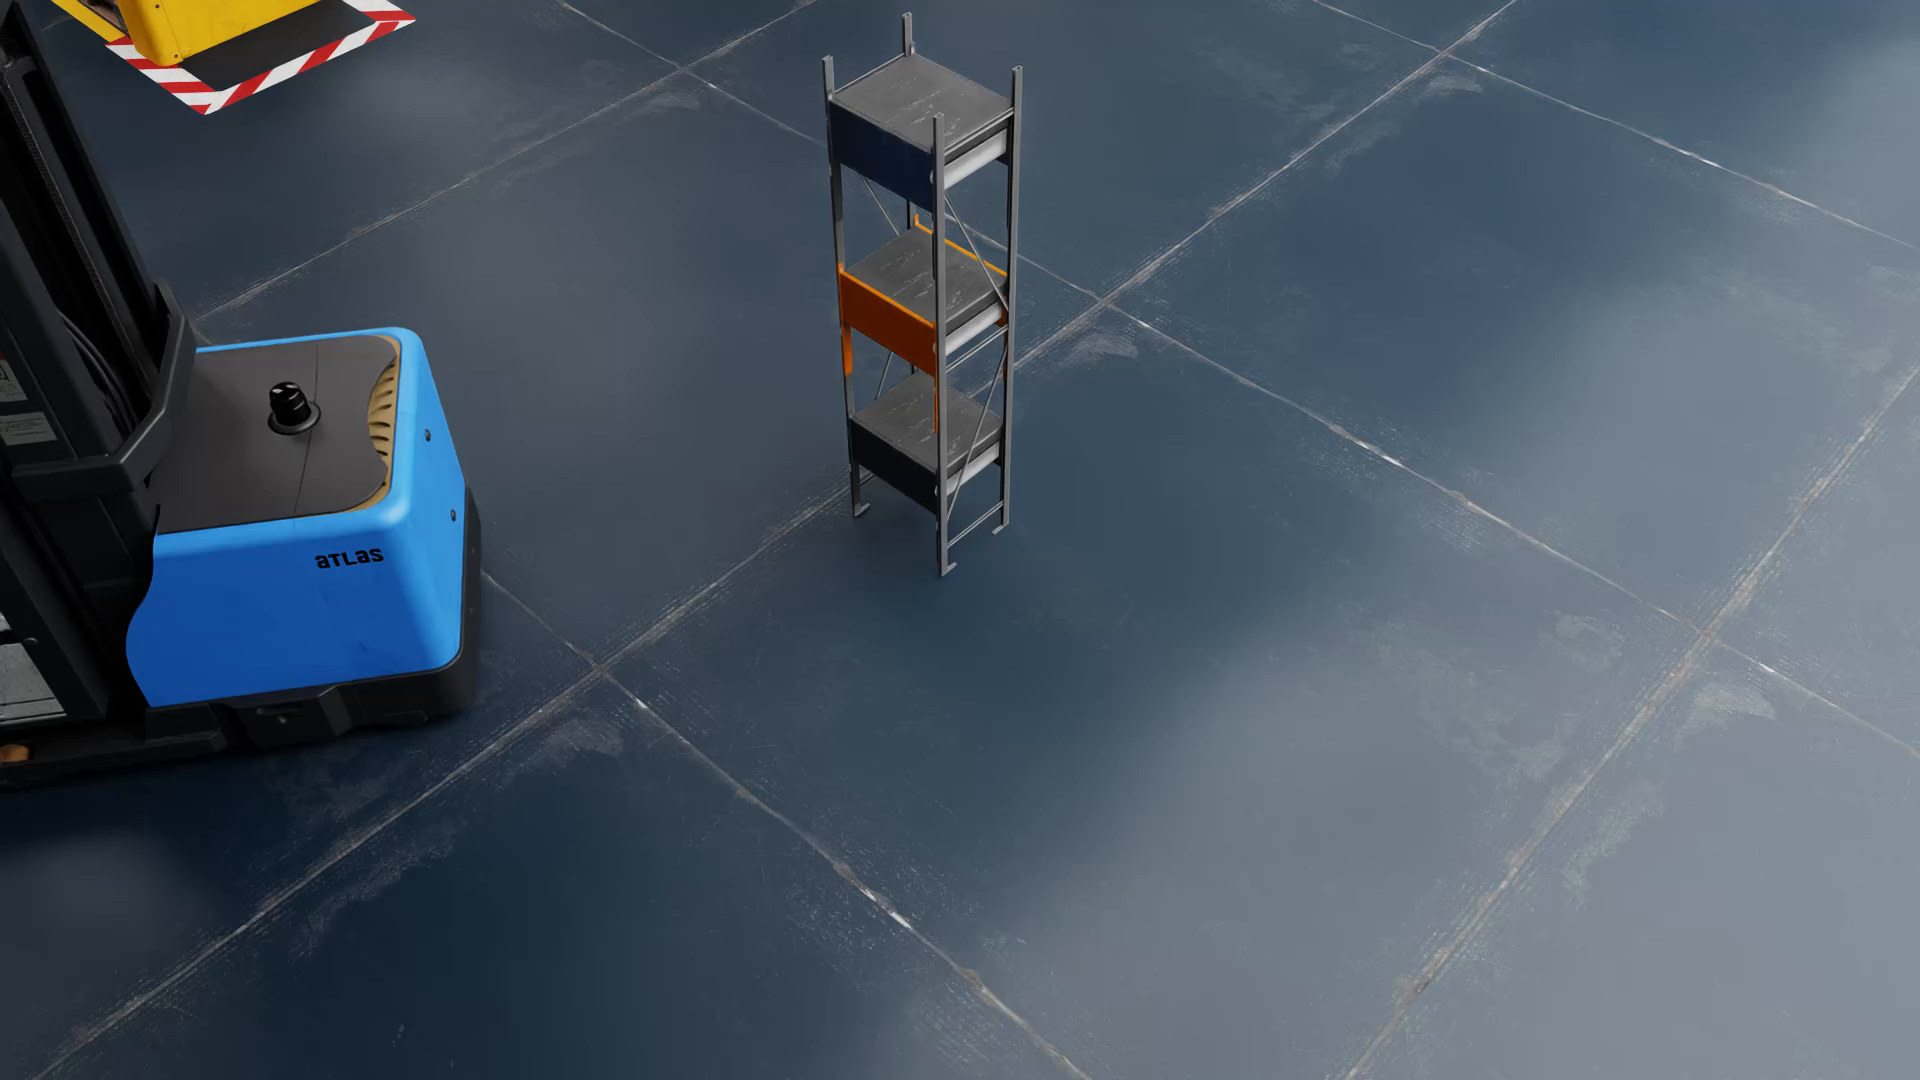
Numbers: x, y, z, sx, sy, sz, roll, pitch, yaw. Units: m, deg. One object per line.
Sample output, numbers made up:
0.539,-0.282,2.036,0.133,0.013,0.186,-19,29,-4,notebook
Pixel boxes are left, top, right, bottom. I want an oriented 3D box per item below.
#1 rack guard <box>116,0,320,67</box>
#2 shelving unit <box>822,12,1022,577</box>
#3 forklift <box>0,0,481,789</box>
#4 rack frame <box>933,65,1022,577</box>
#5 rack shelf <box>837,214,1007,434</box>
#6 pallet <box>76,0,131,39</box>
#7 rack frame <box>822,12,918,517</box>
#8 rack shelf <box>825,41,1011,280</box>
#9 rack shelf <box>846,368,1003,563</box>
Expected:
-4.139,-3.171,9.384,0.348,0.500,1.175,34,55,28,rack guard
-0.122,-0.801,6.061,0.503,2.100,0.431,34,55,28,shelving unit
-3.348,-0.516,5.224,3.031,2.935,1.130,-7,47,-7,forklift
0.058,-0.680,5.948,0.015,2.100,0.400,34,55,28,rack frame
-0.122,-0.791,6.071,0.480,0.518,0.431,34,55,28,rack shelf
-4.747,-3.440,9.835,1.213,0.211,1.003,34,55,28,pallet
-0.301,-0.921,6.175,0.015,2.100,0.400,34,55,28,rack frame
-0.122,-1.270,5.561,0.480,0.518,0.431,34,55,28,rack shelf
-0.122,-0.312,6.582,0.480,0.518,0.431,34,55,28,rack shelf
